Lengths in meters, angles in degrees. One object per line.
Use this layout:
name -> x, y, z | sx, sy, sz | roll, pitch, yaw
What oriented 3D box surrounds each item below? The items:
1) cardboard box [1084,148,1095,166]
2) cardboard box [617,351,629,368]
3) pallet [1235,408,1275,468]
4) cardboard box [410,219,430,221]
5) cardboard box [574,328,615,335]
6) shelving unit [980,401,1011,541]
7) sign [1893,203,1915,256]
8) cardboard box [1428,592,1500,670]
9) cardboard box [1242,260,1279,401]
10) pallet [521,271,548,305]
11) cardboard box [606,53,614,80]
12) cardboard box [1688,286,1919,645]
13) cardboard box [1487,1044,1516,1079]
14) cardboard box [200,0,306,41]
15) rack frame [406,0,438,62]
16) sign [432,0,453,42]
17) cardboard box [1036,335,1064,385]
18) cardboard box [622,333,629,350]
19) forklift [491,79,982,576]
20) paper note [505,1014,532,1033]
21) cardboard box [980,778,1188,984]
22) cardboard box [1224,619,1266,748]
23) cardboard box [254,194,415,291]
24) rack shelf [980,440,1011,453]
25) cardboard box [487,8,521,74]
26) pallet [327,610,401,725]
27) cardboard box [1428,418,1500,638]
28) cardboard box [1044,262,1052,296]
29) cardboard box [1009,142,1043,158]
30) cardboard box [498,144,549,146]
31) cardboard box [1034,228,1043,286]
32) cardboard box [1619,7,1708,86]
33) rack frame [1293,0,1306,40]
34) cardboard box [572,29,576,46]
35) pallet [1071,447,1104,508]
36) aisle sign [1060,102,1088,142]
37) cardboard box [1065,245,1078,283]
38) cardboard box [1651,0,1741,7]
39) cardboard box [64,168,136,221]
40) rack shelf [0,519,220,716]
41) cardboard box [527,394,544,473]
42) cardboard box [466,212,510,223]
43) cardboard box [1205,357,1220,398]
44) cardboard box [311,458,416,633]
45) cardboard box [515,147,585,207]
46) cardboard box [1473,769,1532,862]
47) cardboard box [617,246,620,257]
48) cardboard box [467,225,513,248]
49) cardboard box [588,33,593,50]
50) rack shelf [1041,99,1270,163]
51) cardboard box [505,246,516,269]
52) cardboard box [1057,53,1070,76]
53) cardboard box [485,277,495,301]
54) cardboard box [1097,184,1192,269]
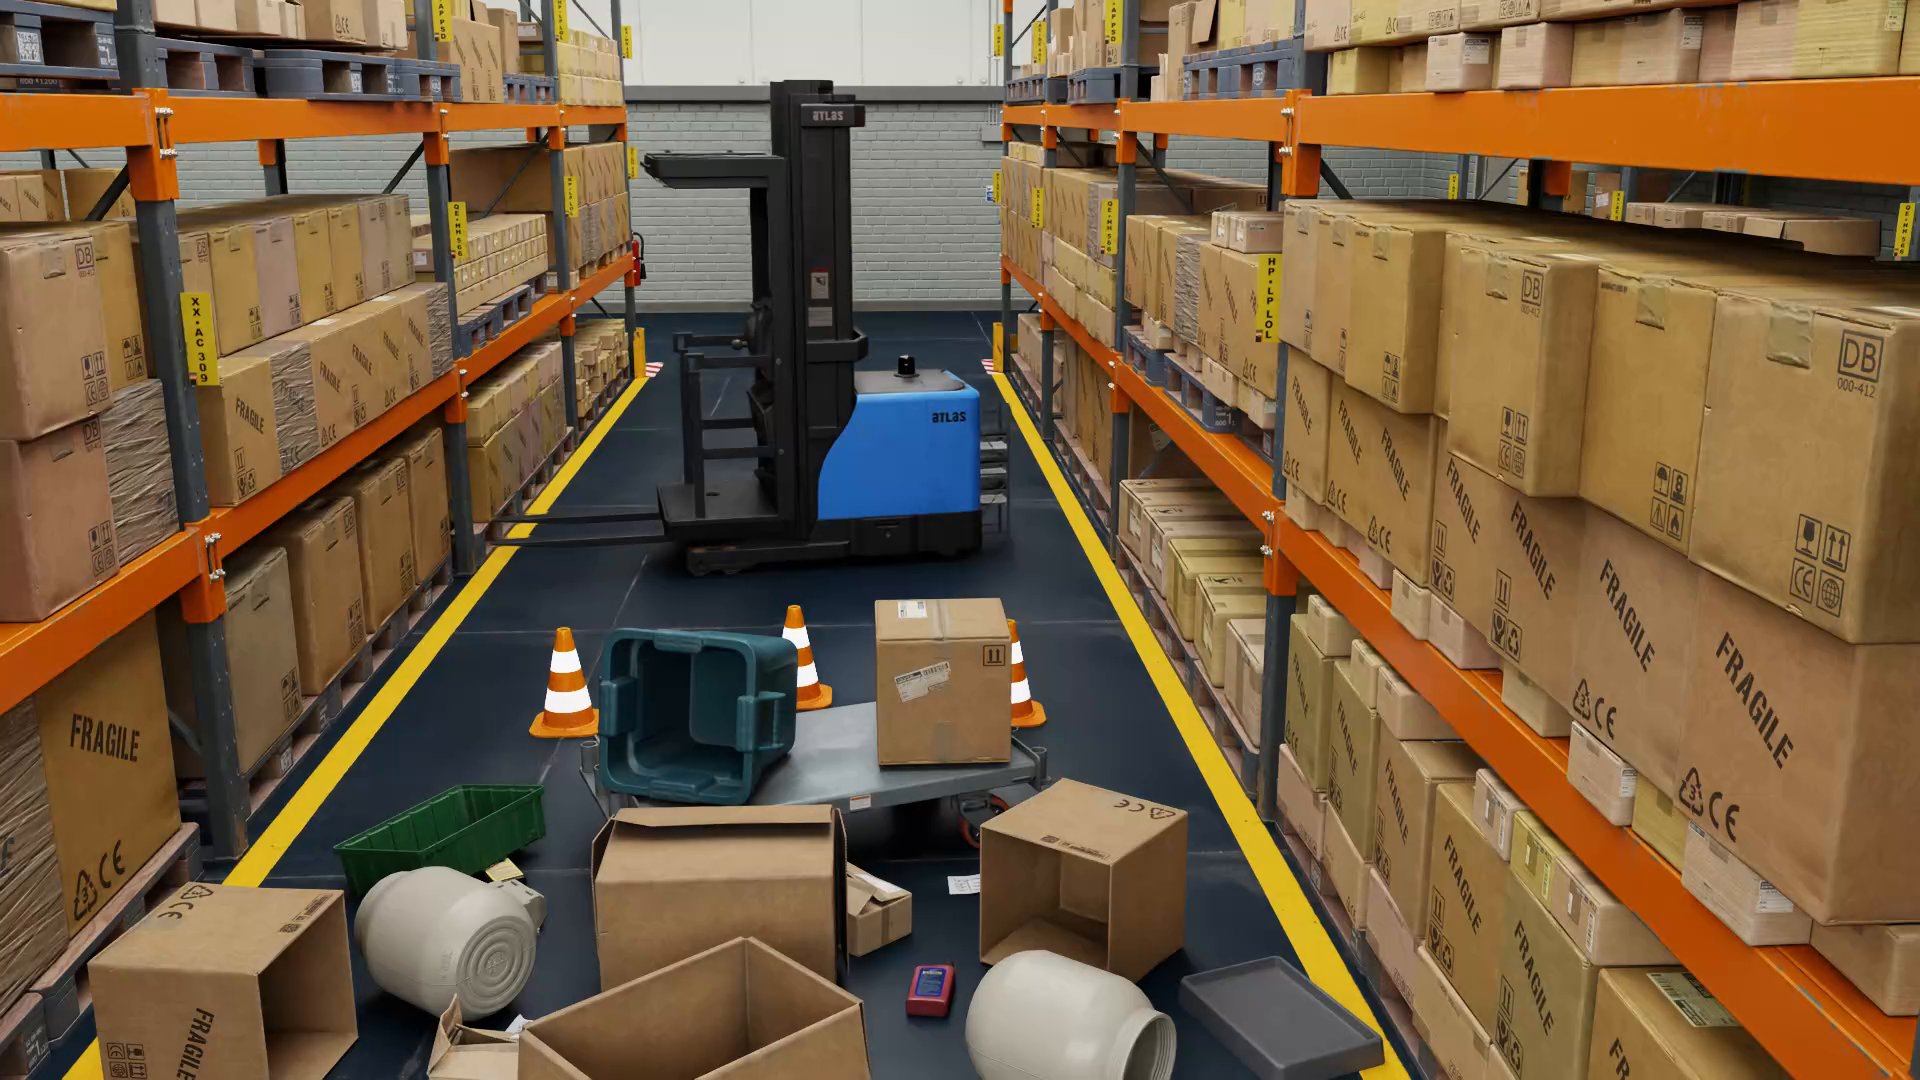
cardboard box -> 0.962, -3.317, 14.390 | 0.380, 0.149, 0.250 | -1, 14, -2
cardboard box -> -3.617, -1.857, 17.104 | 0.380, 0.149, 0.250 | 0, 14, -2
pallet -> 1.800, -0.441, 7.107 | 1.003, 0.211, 1.213 | -1, 14, -3
cardboard box -> -4.125, -2.362, 12.653 | 0.380, 0.149, 0.250 | -1, 14, -3
cardboard box -> -3.635, -2.017, 16.529 | 0.380, 0.149, 0.250 | -1, 15, -6
shelving unit -> 0.186, -0.452, 10.975 | 0.258, 0.900, 0.210 | -4, 15, -14
sign -> 5.868, -1.926, 10.327 | 0.100, 0.325, 0.005 | -1, 14, -3
cardboard box -> 1.515, 0.244, 4.564 | 0.380, 0.149, 0.250 | -1, 14, -4
cardboard box -> 1.445, -0.849, 6.666 | 0.500, 0.500, 0.500 | -1, 14, -4
pallet -> -3.825, -1.945, 12.950 | 1.003, 0.211, 1.213 | -1, 14, -3
cardboard box -> -3.660, -4.609, 16.198 | 0.500, 0.250, 0.500 | -1, 14, -5
cardboard box -> 1.701, -0.147, 2.776 | 0.700, 0.500, 0.500 | -1, 14, -5
cardboard box -> 1.608, 1.455, 4.026 | 0.500, 0.250, 0.500 | -1, 14, -3
cardboard box -> -3.136, -2.348, 7.340 | 0.396, 0.266, 0.258 | -1, 14, -3
rack frame -> -3.479, -4.141, 9.060 | 1.000, 3.000, 0.127 | -1, 14, -3
sign -> -2.925, -2.983, 9.385 | 0.100, 0.325, 0.005 | -1, 14, -3
cardboard box -> 1.219, -1.675, 15.814 | 0.875, 0.438, 0.875 | -1, 14, -5
cardboard box -> -3.658, -2.065, 17.313 | 0.380, 0.149, 0.250 | -1, 14, -5
forklift -> -1.431, -1.343, 10.366 | 3.031, 2.935, 1.130 | -3, 15, -13
paper note -> -1.321, 1.511, 5.109 | 0.172, 0.023, 0.155 | 4, 15, 16
cardboard box -> 0.411, 1.155, 5.529 | 0.500, 0.500, 0.500 | 10, 18, 35
cardboard box -> 1.668, 0.597, 7.117 | 0.950, 0.372, 0.625 | -1, 14, -3
cardboard box -> -3.462, -1.656, 9.236 | 0.700, 0.500, 0.500 | -1, 14, -4
rack shelf -> 0.186, -0.594, 10.939 | 0.258, 0.077, 0.200 | -4, 15, -14
cardboard box -> -3.814, -3.839, 12.862 | 0.700, 0.500, 0.500 | -1, 14, -3
pallet -> -3.433, 0.615, 8.212 | 1.003, 0.211, 1.213 | -1, 14, -3
cardboard box -> 1.575, -0.046, 4.387 | 0.500, 0.500, 0.500 | -1, 14, -3
cardboard box -> 0.971, -2.145, 13.646 | 0.500, 0.250, 0.500 | -1, 14, -5
cardboard box -> 0.694, -3.950, 16.850 | 0.380, 0.149, 0.250 | 0, 14, -2
cardboard box -> -4.165, -3.531, 15.924 | 0.500, 0.500, 0.500 | -1, 14, -5
cardboard box -> 0.923, -2.491, 14.489 | 0.500, 0.500, 0.500 | -1, 14, -3
cardboard box -> 1.607, -1.016, 3.439 | 0.380, 0.149, 0.250 | -1, 14, -4
rack frame -> 1.703, -3.247, 5.588 | 1.000, 3.000, 0.127 | -1, 14, -3
cardboard box -> -3.566, -4.380, 14.509 | 0.380, 0.149, 0.250 | -1, 14, -5
pallet -> 1.409, -0.486, 12.492 | 1.003, 0.211, 1.213 | -1, 14, -3
aisle sign -> 1.264, -4.608, 17.699 | 0.394, 0.787, 0.004 | -1, 14, -3
cardboard box -> 1.051, -2.006, 12.102 | 0.500, 0.250, 0.500 | -1, 14, -5
cardboard box -> 1.633, -1.120, 3.043 | 0.500, 0.250, 0.500 | -1, 14, -4
cardboard box -> -8.639, -3.491, 16.773 | 0.500, 0.500, 0.500 | -1, 14, -3
rack shelf -> -3.108, 0.605, 4.097 | 1.077, 0.370, 4.000 | -1, 14, -3
cardboard box -> -3.371, -0.787, 12.240 | 0.500, 0.500, 0.500 | -1, 14, -5
cardboard box -> -4.039, -2.538, 14.075 | 0.500, 0.500, 0.500 | -1, 14, -3
cardboard box -> 1.325, -0.740, 7.544 | 0.380, 0.149, 0.250 | -1, 14, -3
cardboard box -> -3.474, 0.021, 8.596 | 1.050, 0.750, 0.750 | -1, 14, -3
cardboard box -> -3.559, -3.151, 14.450 | 0.500, 0.500, 0.500 | -1, 14, -5
cardboard box -> 1.524, 0.690, 4.193 | 0.380, 0.149, 0.250 | 0, 14, -1
cardboard box -> -3.695, -2.964, 17.030 | 0.380, 0.149, 0.250 | -1, 14, -4
cardboard box -> -3.428, -2.179, 11.942 | 0.380, 0.149, 0.250 | -2, 15, -6
cardboard box -> -3.588, -4.579, 15.280 | 0.380, 0.149, 0.250 | -1, 14, -5
rack shelf -> 1.331, -2.938, 11.851 | 1.077, 0.370, 4.000 | -1, 14, -3
cardboard box -> -3.420, -2.032, 11.969 | 0.380, 0.149, 0.250 | -1, 14, -3
cardboard box -> 0.936, -3.554, 12.427 | 0.380, 0.166, 0.250 | -2, 15, -7
cardboard box -> -3.376, -1.698, 11.269 | 0.380, 0.149, 0.250 | 0, 14, -2
cardboard box -> 1.162, -1.994, 10.549 | 0.500, 0.500, 0.500 | -1, 14, -5
